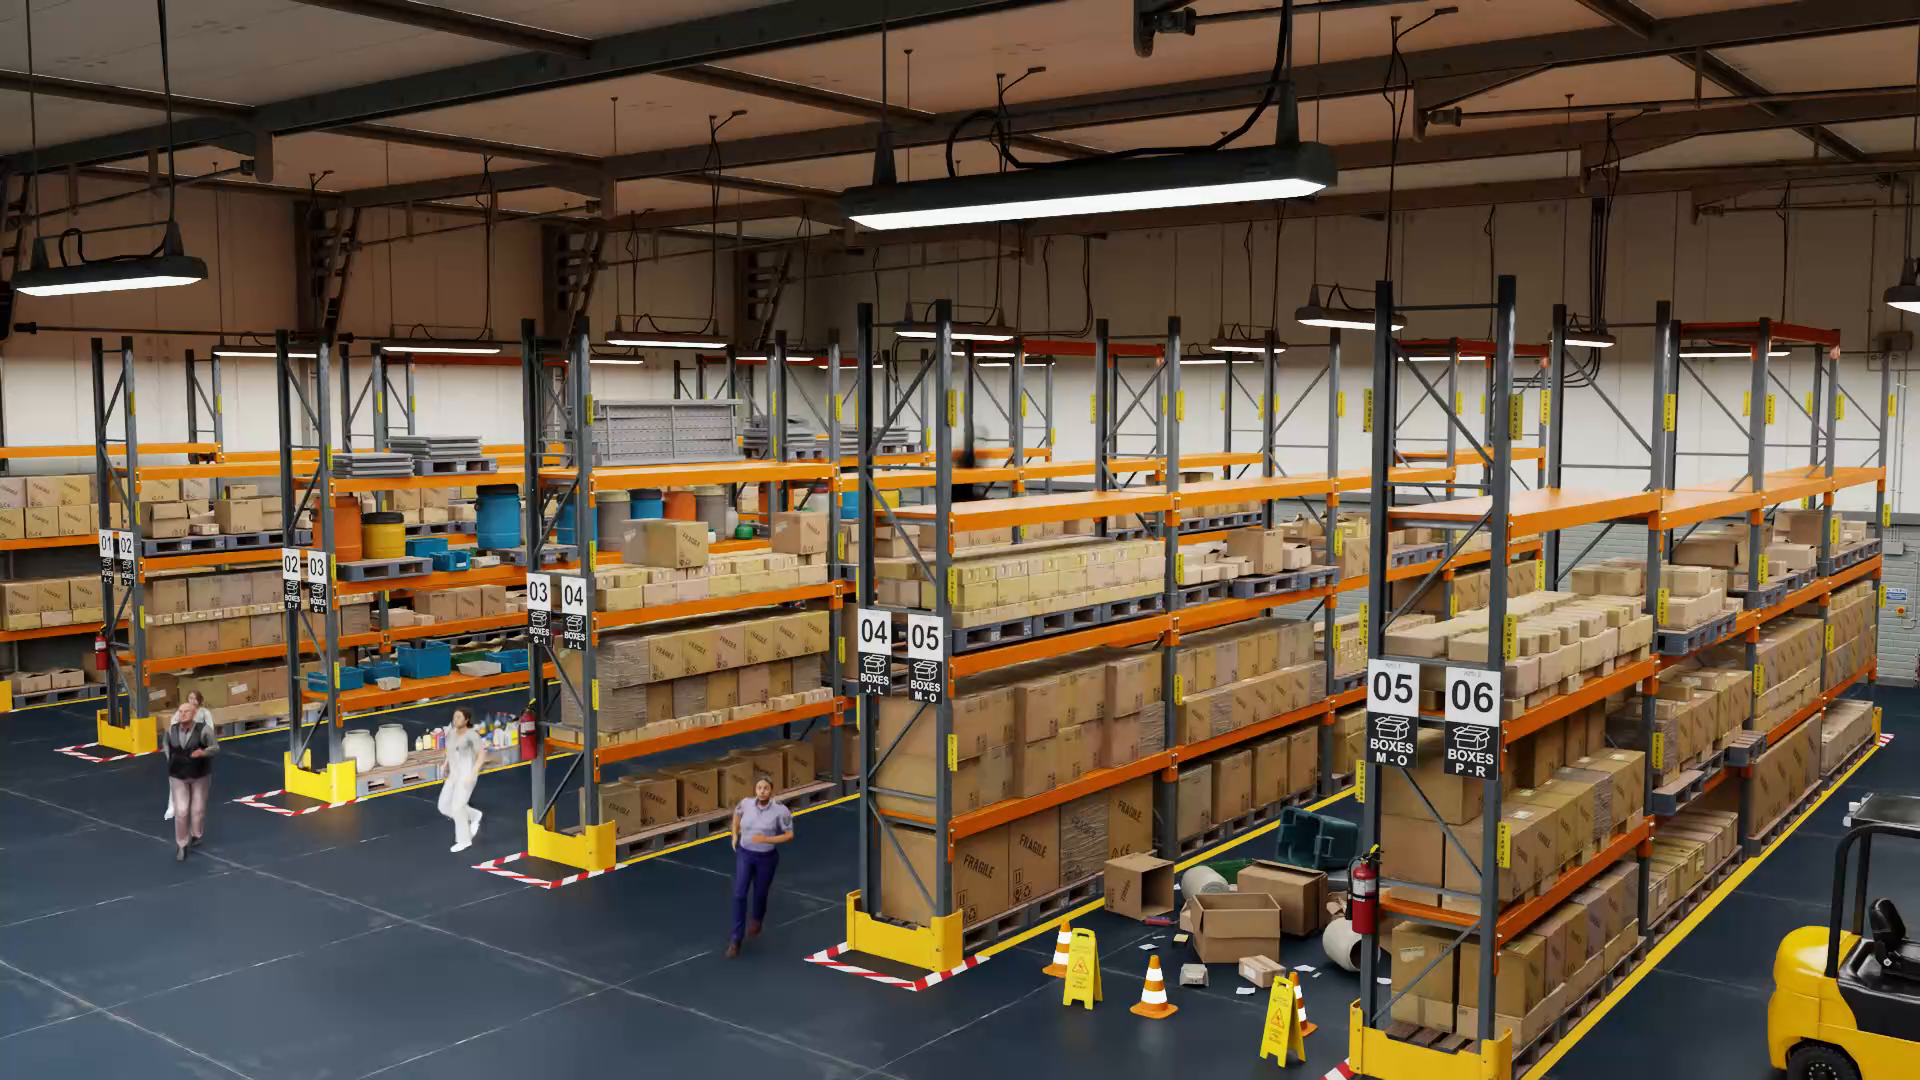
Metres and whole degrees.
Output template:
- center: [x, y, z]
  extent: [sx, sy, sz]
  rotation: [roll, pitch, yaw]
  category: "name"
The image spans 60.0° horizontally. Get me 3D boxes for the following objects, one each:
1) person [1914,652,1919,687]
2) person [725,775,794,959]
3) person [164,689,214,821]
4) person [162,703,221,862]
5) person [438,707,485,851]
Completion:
- center: [14.454, 2.155, 24.574]
  extent: [0.718, 1.801, 0.697]
  rotation: [1, 5, 12]
  category: "person"
- center: [-1.845, 3.019, 15.596]
  extent: [0.613, 1.681, 0.839]
  rotation: [0, 5, 4]
  category: "person"
- center: [-9.455, 2.618, 20.418]
  extent: [0.593, 1.594, 0.643]
  rotation: [-1, 5, -17]
  category: "person"
- center: [-8.617, 2.704, 18.655]
  extent: [0.625, 1.785, 0.761]
  rotation: [-2, 5, -19]
  category: "person"
- center: [-5.677, 2.713, 18.982]
  extent: [0.595, 1.639, 0.535]
  rotation: [3, 6, 35]
  category: "person"
